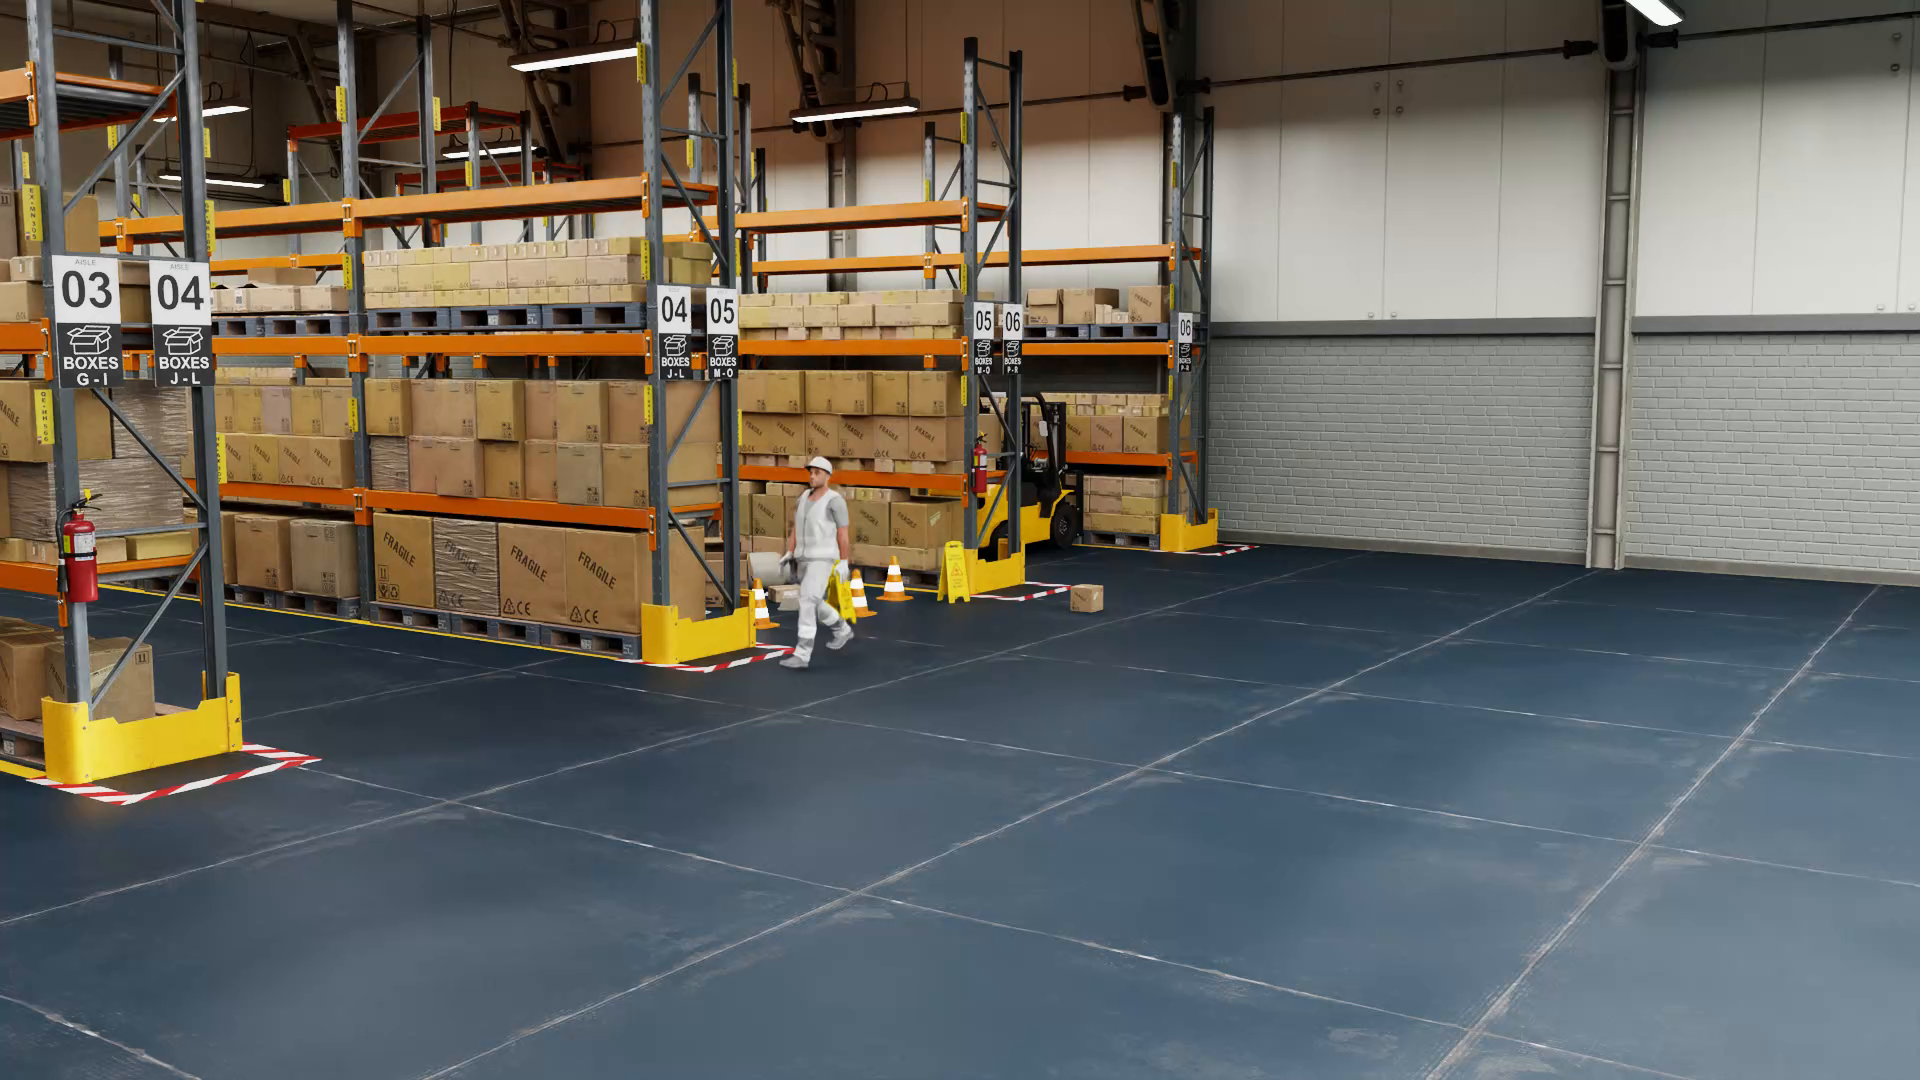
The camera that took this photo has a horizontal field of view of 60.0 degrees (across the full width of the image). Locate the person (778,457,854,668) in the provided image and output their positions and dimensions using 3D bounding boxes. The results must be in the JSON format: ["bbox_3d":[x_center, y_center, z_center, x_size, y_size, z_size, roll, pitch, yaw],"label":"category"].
[{"bbox_3d":[-1.215,0.171,14.038,0.532,1.751,0.987,6,8,42],"label":"person"}]
